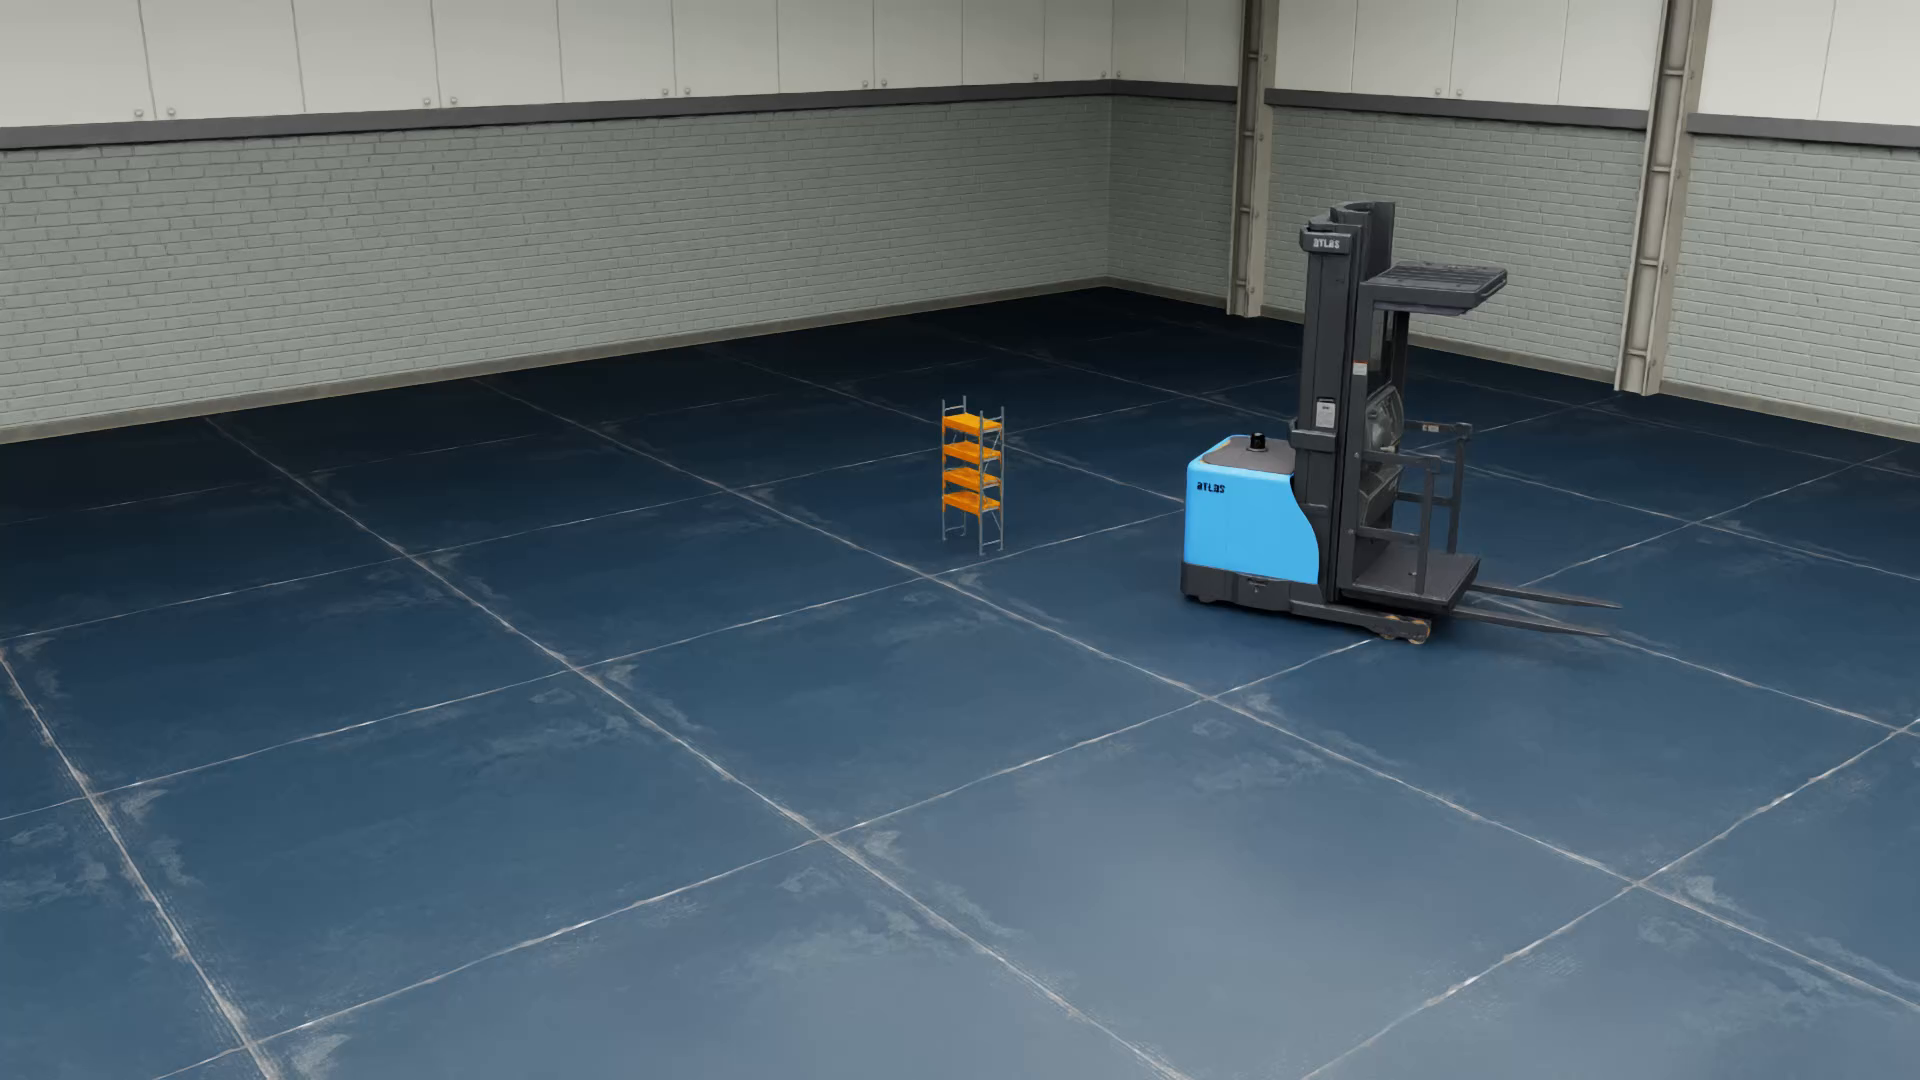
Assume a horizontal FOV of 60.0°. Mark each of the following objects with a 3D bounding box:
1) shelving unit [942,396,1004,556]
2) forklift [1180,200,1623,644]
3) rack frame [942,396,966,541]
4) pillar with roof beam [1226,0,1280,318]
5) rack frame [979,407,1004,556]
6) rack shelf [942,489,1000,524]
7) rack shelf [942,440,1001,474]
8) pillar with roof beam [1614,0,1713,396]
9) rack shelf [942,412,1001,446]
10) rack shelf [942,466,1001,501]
[{"bbox_3d":[0.103,-0.529,13.551,0.258,1.200,0.503,-14,23,-36],"label":"shelving unit"},{"bbox_3d":[3.199,-0.852,11.772,3.031,2.935,1.130,10,21,27],"label":"forklift"},{"bbox_3d":[-0.049,-0.589,13.732,0.240,1.200,0.015,-14,23,-36],"label":"rack frame"},{"bbox_3d":[0.630,-6.610,19.510,9.100,9.000,0.400,-14,23,-36],"label":"pillar with roof beam"},{"bbox_3d":[0.254,-0.469,13.369,0.240,1.200,0.015,-14,23,-36],"label":"rack frame"},{"bbox_3d":[0.103,-0.276,13.634,0.258,0.148,0.480,-14,23,-36],"label":"rack shelf"},{"bbox_3d":[0.103,-0.677,13.502,0.258,0.148,0.480,-14,23,-36],"label":"rack shelf"},{"bbox_3d":[4.356,-5.132,15.045,9.100,9.000,0.400,-14,23,-36],"label":"pillar with roof beam"},{"bbox_3d":[0.103,-0.902,13.427,0.258,0.148,0.480,-14,23,-36],"label":"rack shelf"},{"bbox_3d":[0.103,-0.465,13.572,0.258,0.148,0.480,-14,23,-36],"label":"rack shelf"}]
